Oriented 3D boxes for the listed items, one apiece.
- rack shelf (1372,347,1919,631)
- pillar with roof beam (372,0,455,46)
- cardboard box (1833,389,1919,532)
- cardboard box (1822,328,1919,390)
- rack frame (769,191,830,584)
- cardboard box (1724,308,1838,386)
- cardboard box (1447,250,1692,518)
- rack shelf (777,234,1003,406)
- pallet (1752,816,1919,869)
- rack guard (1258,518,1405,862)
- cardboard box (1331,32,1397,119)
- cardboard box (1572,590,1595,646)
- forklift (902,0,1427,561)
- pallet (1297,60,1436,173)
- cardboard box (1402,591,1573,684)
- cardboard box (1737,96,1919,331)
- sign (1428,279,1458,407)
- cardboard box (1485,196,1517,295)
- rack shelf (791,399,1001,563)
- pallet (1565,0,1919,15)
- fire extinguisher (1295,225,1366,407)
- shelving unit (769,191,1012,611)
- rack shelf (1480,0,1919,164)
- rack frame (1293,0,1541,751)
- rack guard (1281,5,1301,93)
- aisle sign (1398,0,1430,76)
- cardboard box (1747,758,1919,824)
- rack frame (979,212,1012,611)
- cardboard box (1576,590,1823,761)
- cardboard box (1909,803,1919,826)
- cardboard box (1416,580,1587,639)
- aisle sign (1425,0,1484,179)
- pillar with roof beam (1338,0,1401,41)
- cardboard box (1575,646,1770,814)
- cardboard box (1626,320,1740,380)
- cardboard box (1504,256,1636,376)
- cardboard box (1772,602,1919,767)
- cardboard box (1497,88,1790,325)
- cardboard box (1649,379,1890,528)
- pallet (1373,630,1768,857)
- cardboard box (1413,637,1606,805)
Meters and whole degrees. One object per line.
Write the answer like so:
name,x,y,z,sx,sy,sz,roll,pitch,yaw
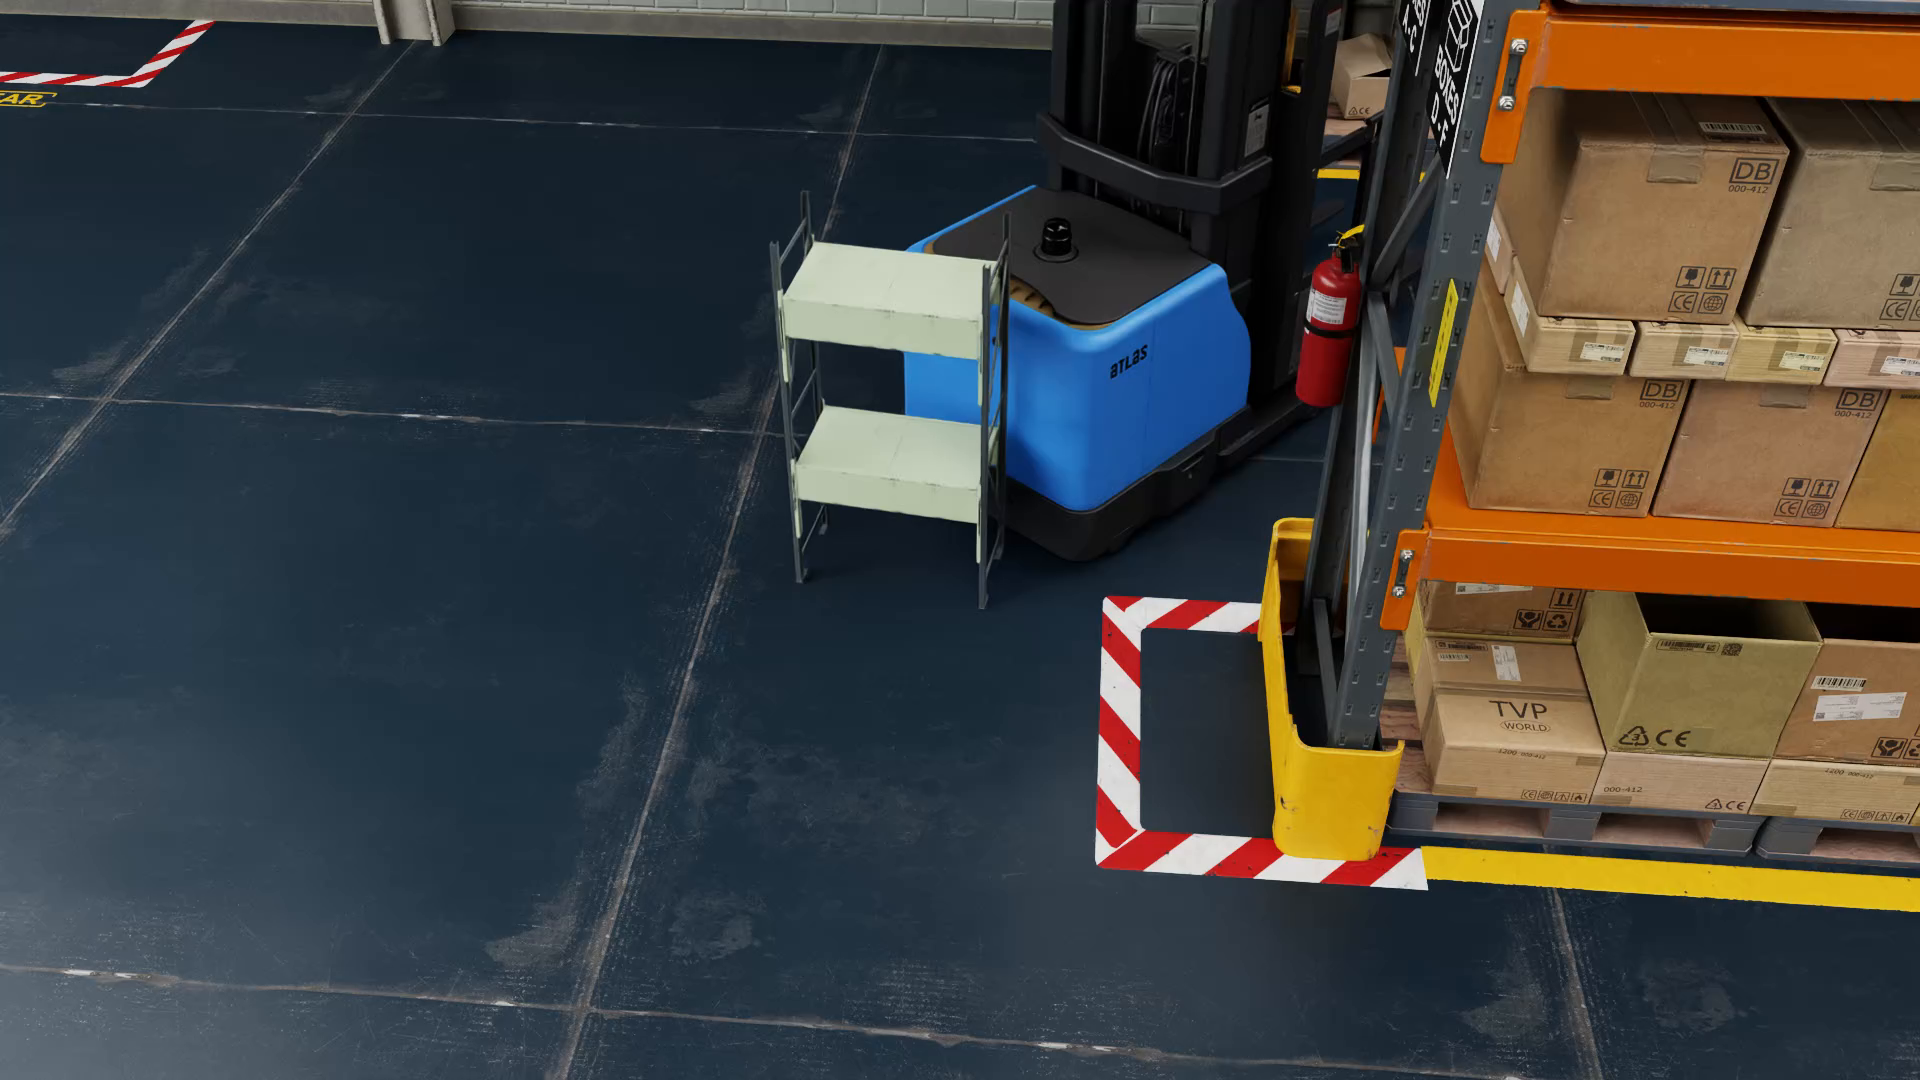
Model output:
rack shelf,3.276,-0.093,5.059,4.000,0.370,1.077,3,39,4
pillar with roof beam,-3.870,-4.049,4.596,0.400,9.000,9.100,3,39,4
cardboard box,2.765,-0.430,4.823,0.500,0.500,0.700,3,39,4
cardboard box,2.419,-0.573,4.484,0.250,0.149,0.380,3,39,3
rack frame,-0.589,-0.533,6.217,0.023,1.500,0.400,8,40,10
cardboard box,2.168,-0.588,4.503,0.250,0.149,0.380,3,39,4
cardboard box,1.748,-0.487,4.893,0.500,0.500,0.700,3,39,4
rack shelf,-0.231,-0.786,5.910,0.720,0.370,0.431,8,40,10
pallet,3.261,0.683,5.743,1.213,0.211,1.003,3,39,4
rack guard,1.260,0.487,5.756,0.348,0.500,1.175,3,39,4
cardboard box,2.389,-2.631,9.387,0.500,0.311,0.500,-1,39,-1
cardboard box,2.343,0.285,5.869,0.500,0.250,0.500,3,39,4
forklift,1.140,-1.888,6.747,1.130,2.935,3.031,31,48,32
pallet,2.589,-2.445,9.587,1.213,0.211,1.003,3,39,4
cardboard box,1.843,0.265,5.893,0.500,0.250,0.500,3,39,4
cardboard box,2.325,-0.962,4.449,0.500,0.500,0.700,2,39,3
sign,1.230,-0.499,4.239,0.005,0.325,0.100,3,39,4
cardboard box,1.681,-0.871,4.851,0.250,0.149,0.380,3,39,3
rack shelf,-0.231,-0.231,6.362,0.720,0.370,0.431,8,40,10
pallet,1.986,-1.556,3.979,1.213,0.211,1.003,3,39,4
fire extinguisher,1.206,-0.750,5.357,0.183,0.674,0.296,3,39,4
shelving unit,-0.231,-0.484,6.156,0.755,1.500,0.431,8,40,10
rack shelf,3.276,-1.257,4.112,4.000,0.370,1.077,3,39,4
rack frame,1.284,-0.481,4.965,0.127,3.000,1.000,3,39,4
rack guard,1.783,-2.624,9.577,0.348,0.500,1.175,3,39,4
aisle sign,1.244,-1.678,4.376,0.004,0.787,0.394,3,39,4
cardboard box,2.795,0.644,5.429,0.500,0.250,0.500,3,39,4
rack frame,0.126,-0.434,6.095,0.023,1.500,0.400,8,40,10
cardboard box,2.297,0.326,5.224,0.500,0.500,0.500,3,39,4
cardboard box,3.293,0.674,5.391,0.500,0.250,0.500,3,39,4
cardboard box,1.844,-0.027,5.658,0.500,0.500,0.500,3,39,4
aisle sign,1.192,-1.301,3.912,0.004,0.787,0.394,3,39,4
pillar with roof beam,2.108,-3.722,4.194,0.400,9.000,9.100,3,39,4
cardboard box,2.297,0.616,5.462,0.500,0.250,0.500,3,39,4
cardboard box,1.919,-0.602,4.521,0.250,0.149,0.380,2,39,3
cardboard box,1.656,-0.615,4.536,0.250,0.149,0.380,3,39,4
cardboard box,2.796,0.346,5.201,0.500,0.500,0.500,3,39,4
cardboard box,1.800,-0.987,4.480,0.500,0.500,0.700,3,39,4
cardboard box,2.271,-0.461,4.861,0.500,0.500,0.700,4,39,5
pallet,2.049,0.615,5.827,1.213,0.211,1.003,3,39,4
cardboard box,1.799,0.591,5.493,0.500,0.250,0.500,3,39,4
